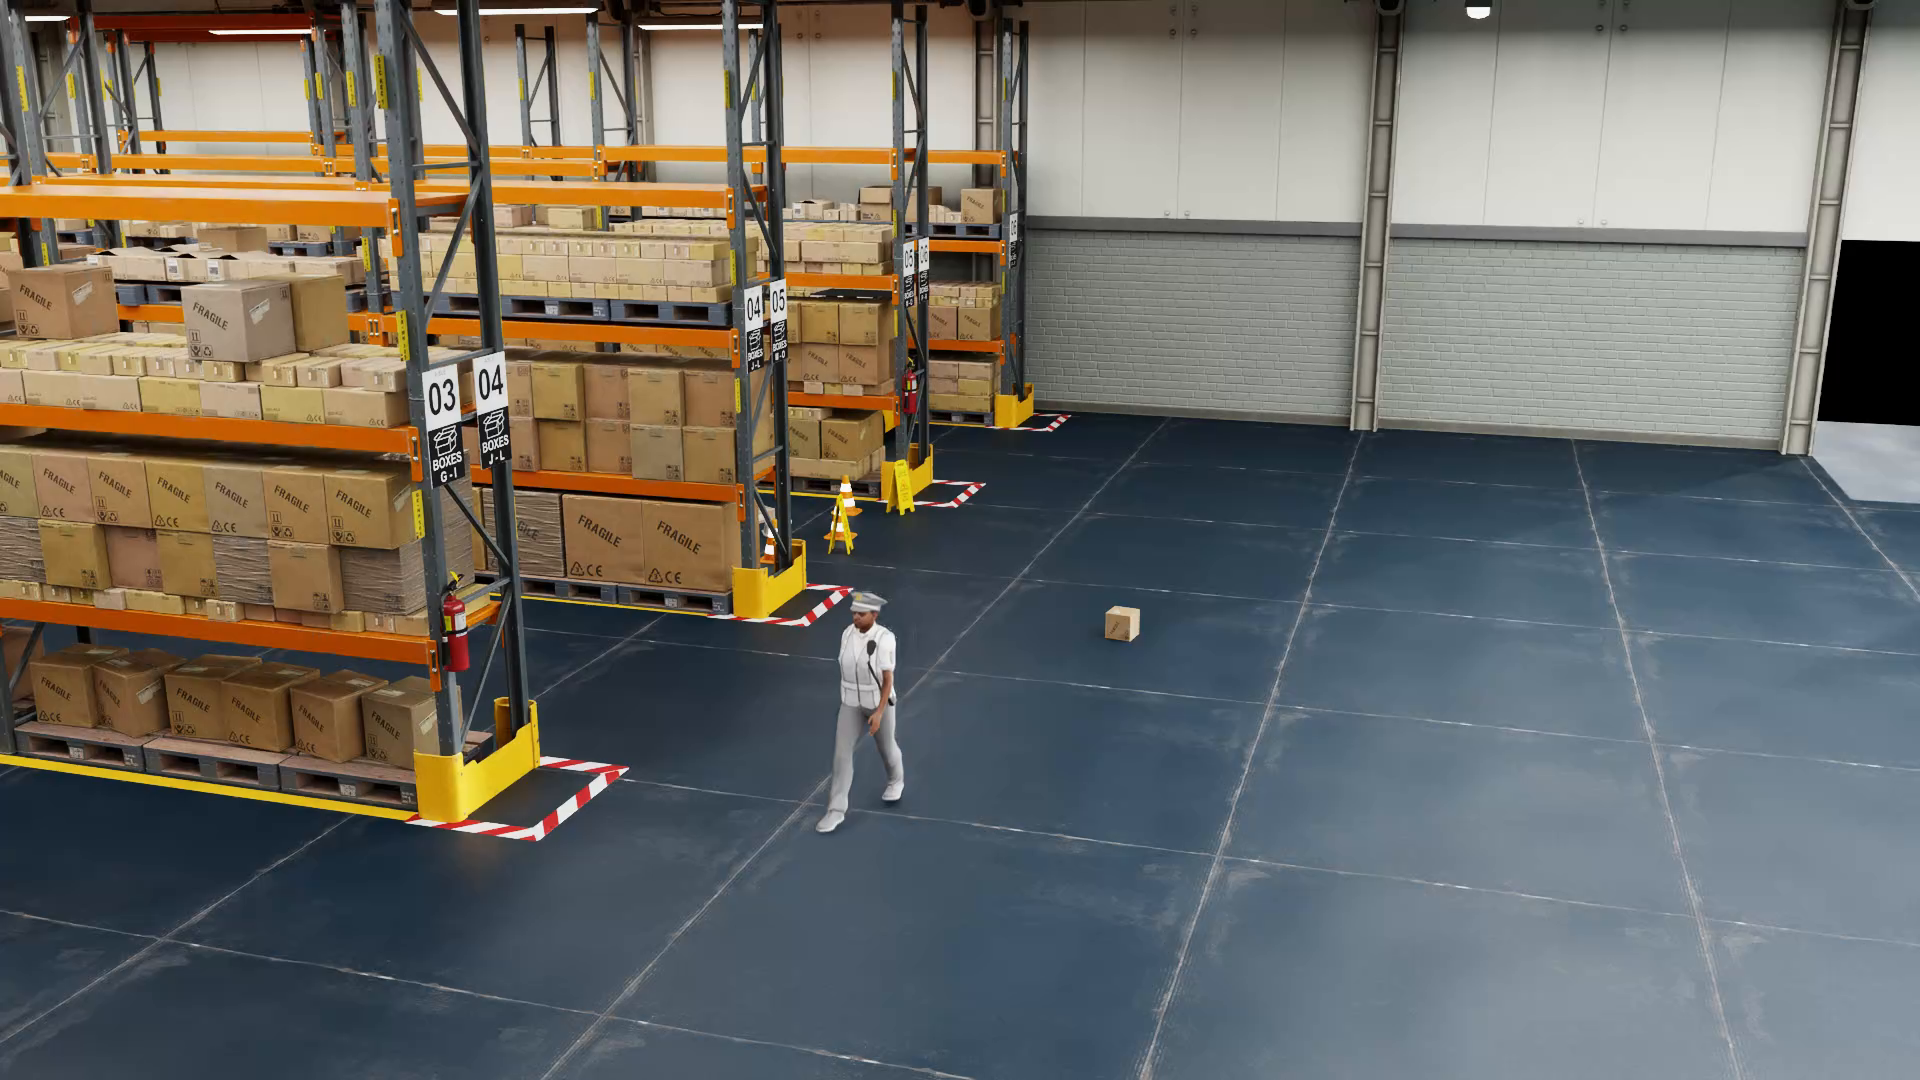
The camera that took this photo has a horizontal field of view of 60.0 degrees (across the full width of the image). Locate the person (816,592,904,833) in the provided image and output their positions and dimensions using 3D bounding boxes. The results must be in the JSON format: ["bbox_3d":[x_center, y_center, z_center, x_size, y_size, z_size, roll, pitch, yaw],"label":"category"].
[{"bbox_3d":[-0.670,1.146,11.617,0.455,1.633,0.945,6,16,22],"label":"person"}]
